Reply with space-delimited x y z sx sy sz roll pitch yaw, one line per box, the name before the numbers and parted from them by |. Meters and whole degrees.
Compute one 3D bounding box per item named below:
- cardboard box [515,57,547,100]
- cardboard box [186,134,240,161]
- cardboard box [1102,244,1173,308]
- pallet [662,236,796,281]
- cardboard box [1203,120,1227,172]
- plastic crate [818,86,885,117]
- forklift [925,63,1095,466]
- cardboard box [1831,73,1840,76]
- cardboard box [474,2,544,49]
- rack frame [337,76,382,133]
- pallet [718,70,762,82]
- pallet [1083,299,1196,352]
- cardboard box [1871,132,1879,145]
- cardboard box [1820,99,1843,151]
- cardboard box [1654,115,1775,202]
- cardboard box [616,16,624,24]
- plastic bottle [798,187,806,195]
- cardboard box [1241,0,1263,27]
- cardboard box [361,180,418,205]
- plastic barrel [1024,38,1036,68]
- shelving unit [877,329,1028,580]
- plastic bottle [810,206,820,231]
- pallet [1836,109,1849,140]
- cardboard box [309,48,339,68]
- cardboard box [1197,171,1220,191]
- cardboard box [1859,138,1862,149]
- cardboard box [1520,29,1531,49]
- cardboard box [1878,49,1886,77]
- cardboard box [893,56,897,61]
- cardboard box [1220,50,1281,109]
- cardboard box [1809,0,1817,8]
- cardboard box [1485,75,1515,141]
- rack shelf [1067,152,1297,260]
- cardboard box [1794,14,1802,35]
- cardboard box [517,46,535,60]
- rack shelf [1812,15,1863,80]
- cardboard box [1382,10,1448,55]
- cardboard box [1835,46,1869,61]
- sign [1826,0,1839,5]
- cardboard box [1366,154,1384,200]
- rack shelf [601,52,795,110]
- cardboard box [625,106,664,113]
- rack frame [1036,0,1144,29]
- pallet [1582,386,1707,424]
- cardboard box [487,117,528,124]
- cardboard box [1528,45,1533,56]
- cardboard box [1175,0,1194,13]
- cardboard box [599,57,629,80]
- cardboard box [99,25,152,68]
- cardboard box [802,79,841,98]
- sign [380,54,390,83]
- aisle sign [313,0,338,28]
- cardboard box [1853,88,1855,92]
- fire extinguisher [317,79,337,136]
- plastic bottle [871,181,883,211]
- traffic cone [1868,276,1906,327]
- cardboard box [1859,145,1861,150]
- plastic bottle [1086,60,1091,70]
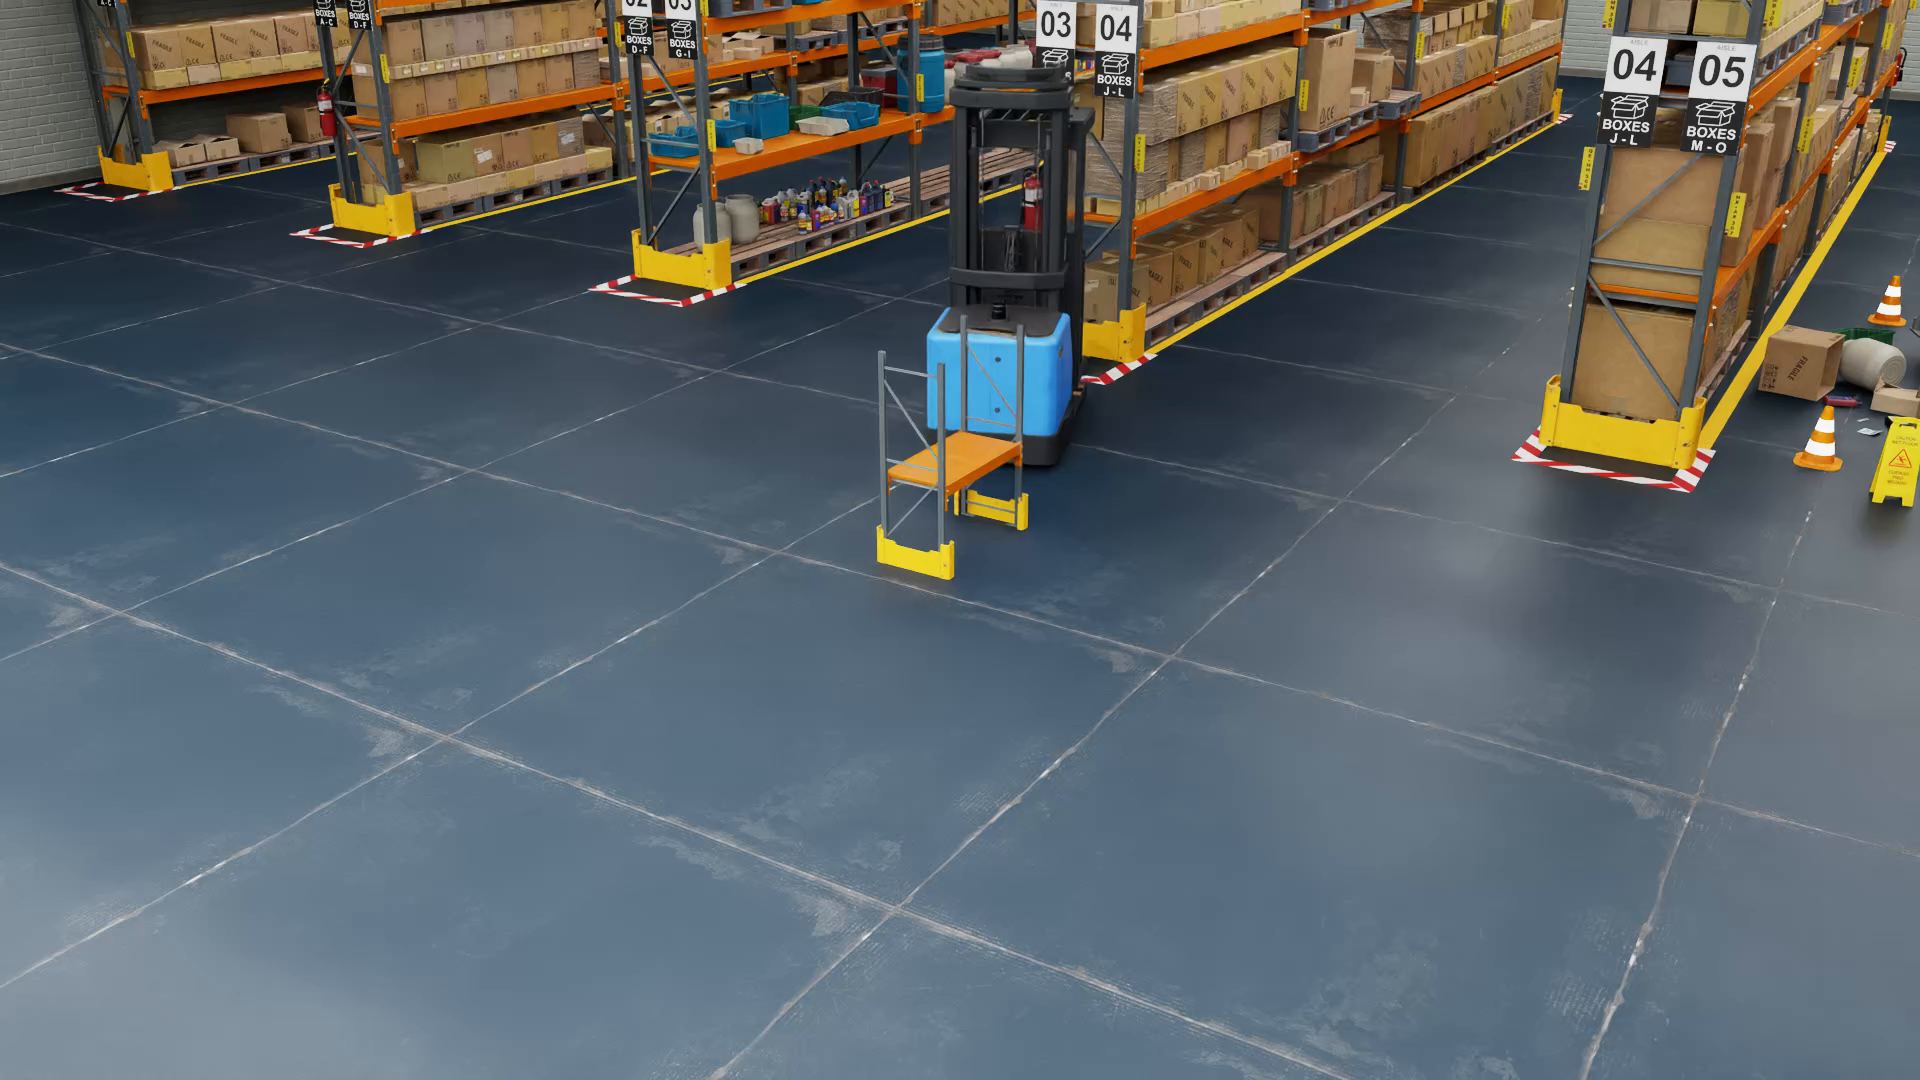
cardboard box | -5.929 -6.155 22.067 0.700 0.500 0.500 14 27 30
cardboard box | -10.738 -5.670 23.903 0.500 0.311 0.500 16 28 33
cardboard box | 1.774 -2.643 16.697 0.500 0.500 0.500 -20 31 -39
pallet | -2.631 -3.248 18.987 1.003 0.211 1.213 14 27 29
cardboard box | 2.193 -4.063 16.860 0.875 0.500 0.500 14 27 29
plastic crate | -1.338 -5.391 20.505 0.767 0.338 0.504 14 27 29
forklift | 0.503 -2.479 13.786 1.130 2.935 3.031 4 24 10
cardboard box | 10.072 -5.365 19.406 0.380 0.149 0.250 13 27 28
cardboard box | -5.919 -6.759 21.828 0.700 0.500 0.500 14 27 29
rack frame | -9.371 -7.645 25.635 1.000 3.000 0.127 14 27 29
pallet | -4.683 -9.306 32.981 1.003 0.211 1.213 14 27 29
pallet | 1.643 -2.194 16.552 1.003 0.211 1.213 14 27 29
cardboard box | 13.594 -6.063 25.039 0.380 0.149 0.250 15 27 31
cardboard box | 9.515 -4.645 18.579 0.500 0.500 0.500 14 27 29
cardboard box | 6.156 -3.155 13.713 0.875 0.550 0.550 14 27 29
cardboard box | -6.235 -9.392 29.960 0.380 0.149 0.250 14 27 30
plastic bottle | -1.954 -4.228 20.607 0.061 0.283 0.133 15 28 31
cardboard box | 2.687 -5.283 16.591 0.500 0.250 0.500 14 27 29
cardboard box | -7.238 -4.432 21.145 0.500 0.250 0.500 14 27 29
plastic barrel | 1.169 -6.762 23.422 0.600 0.536 0.708 14 27 29
shelving unit | -0.040 -0.663 11.393 0.587 1.500 1.083 14 27 29
plastic bottle | -1.708 -3.794 19.603 0.061 0.283 0.133 14 27 30
pallet | 9.810 -4.983 19.725 1.213 0.211 1.003 14 27 29
cardboard box | -9.633 -7.196 24.760 0.500 0.250 0.500 14 27 29
cardboard box | 2.371 -3.598 16.602 0.380 0.149 0.250 14 27 29
cardboard box | 12.188 -5.469 22.918 0.380 0.149 0.250 15 28 31
cardboard box | 8.479 -7.746 25.681 0.500 0.250 0.500 15 27 30
cardboard box | 12.365 -6.623 22.773 0.500 0.500 0.500 14 27 29
cardboard box | -0.881 -8.615 30.468 0.500 0.500 0.500 14 27 29
cardboard box | 2.988 -4.794 17.289 0.500 0.500 0.500 14 27 29
cardboard box | 7.106 -4.750 14.331 0.500 0.250 0.500 14 27 29
cardboard box | 7.890 -6.655 25.493 0.875 0.875 0.875 14 27 29
rack shelf | 2.199 -3.526 17.025 1.077 0.370 4.000 14 27 29
cardboard box | 6.690 -4.252 13.683 0.380 0.149 0.250 14 27 29
cardboard box | -5.793 -6.387 21.786 0.380 0.149 0.250 15 27 30
rack shelf | 8.469 -5.179 17.068 1.077 0.370 4.000 14 27 29
cardboard box | 6.109 -6.850 22.410 0.797 0.503 0.637 15 27 30
cardboard box | 11.588 -6.332 21.639 0.380 0.149 0.250 15 28 31
sign | 7.887 -4.992 14.980 0.100 0.325 0.005 14 27 29
cardboard box | 5.027 -4.706 21.437 0.700 0.500 0.500 12 26 26
rack shelf | -4.105 -6.953 24.942 1.077 0.370 4.000 14 27 29
cardboard box | -4.656 -6.338 24.842 0.500 0.311 0.500 14 27 29
rack frame | 1.144 -5.934 14.131 1.000 3.000 0.127 14 27 29
pallet | 5.660 -1.114 14.058 1.003 0.211 1.213 14 27 29
cardboard box | -6.198 -5.455 22.564 0.500 0.500 0.500 14 27 29
cardboard box | 8.733 -7.673 26.014 0.380 0.149 0.250 13 27 27
cardboard box | 1.937 -4.972 15.370 0.380 0.149 0.250 15 28 31
cardboard box | -4.938 -6.715 23.674 0.500 0.250 0.500 16 28 32
cardboard box | -11.412 -6.783 22.863 0.500 0.500 0.500 14 27 28
cardboard box | -2.296 -7.285 27.395 0.500 0.500 0.500 13 27 27
sign | -6.802 -5.574 19.660 0.100 0.325 0.005 14 27 29
aisle sign | -7.554 -6.491 19.696 0.394 0.787 0.004 14 27 29
cardboard box | 11.191 -5.804 21.168 0.380 0.149 0.250 12 26 26
fire extinguisher | -7.727 -5.280 20.269 0.296 0.674 0.183 14 27 29
plastic bottle | -1.049 -4.278 20.636 0.144 0.351 0.185 13 27 28
traffic cone | 9.405 -2.430 16.780 0.336 0.463 0.334 14 27 29
cardboard box | 12.562 -5.606 23.610 0.380 0.149 0.250 15 28 31
plastic bottle | 1.871 -7.045 24.396 0.061 0.283 0.133 14 27 29
